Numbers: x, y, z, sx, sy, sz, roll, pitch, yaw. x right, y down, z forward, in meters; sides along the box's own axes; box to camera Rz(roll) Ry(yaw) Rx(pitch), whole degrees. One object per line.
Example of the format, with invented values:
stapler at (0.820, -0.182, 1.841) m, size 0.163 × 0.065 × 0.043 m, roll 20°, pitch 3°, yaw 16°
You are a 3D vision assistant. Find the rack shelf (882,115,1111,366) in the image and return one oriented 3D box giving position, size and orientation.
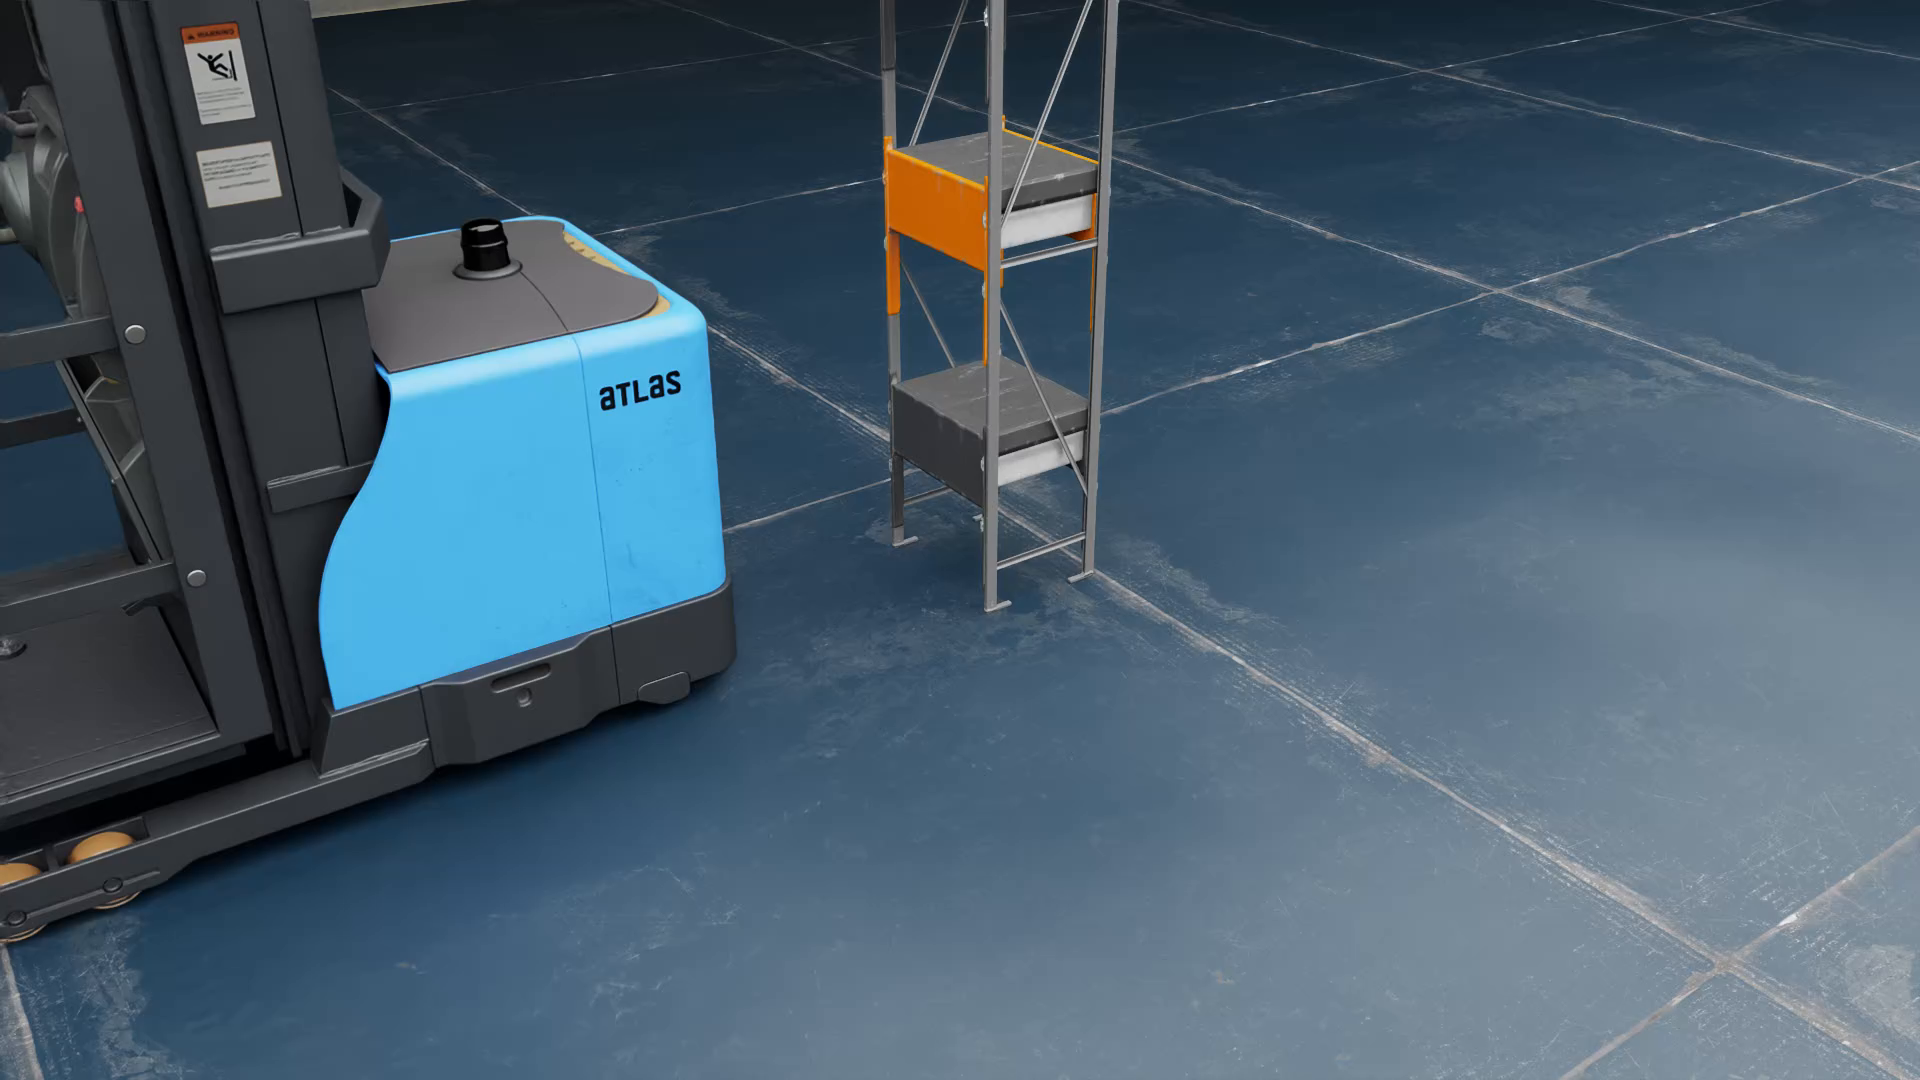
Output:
rack shelf at (0.096, -0.846, 4.637) m, size 0.431 × 0.518 × 0.480 m, roll -19°, pitch 34°, yaw -31°

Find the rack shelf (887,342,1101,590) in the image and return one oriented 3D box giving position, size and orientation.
rack shelf at (0.096, -0.231, 4.971) m, size 0.431 × 0.518 × 0.480 m, roll -19°, pitch 34°, yaw -31°

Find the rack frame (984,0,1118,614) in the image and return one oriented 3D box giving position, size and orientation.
rack frame at (0.238, -0.763, 4.456) m, size 0.400 × 2.100 × 0.015 m, roll -19°, pitch 34°, yaw -31°

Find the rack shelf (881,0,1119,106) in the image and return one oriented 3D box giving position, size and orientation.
rack shelf at (0.096, -1.461, 4.303) m, size 0.431 × 0.518 × 0.480 m, roll -19°, pitch 34°, yaw -31°

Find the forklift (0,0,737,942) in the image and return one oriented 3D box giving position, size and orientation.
forklift at (-2.114, -0.699, 3.465) m, size 3.031 × 2.935 × 1.130 m, roll -18°, pitch 33°, yaw -29°

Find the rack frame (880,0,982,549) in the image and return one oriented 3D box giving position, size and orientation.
rack frame at (-0.046, -0.953, 4.805) m, size 0.400 × 2.100 × 0.015 m, roll -19°, pitch 34°, yaw -31°

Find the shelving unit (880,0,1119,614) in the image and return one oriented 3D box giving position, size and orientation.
shelving unit at (0.096, -0.858, 4.630) m, size 0.431 × 2.100 × 0.503 m, roll -19°, pitch 34°, yaw -31°
